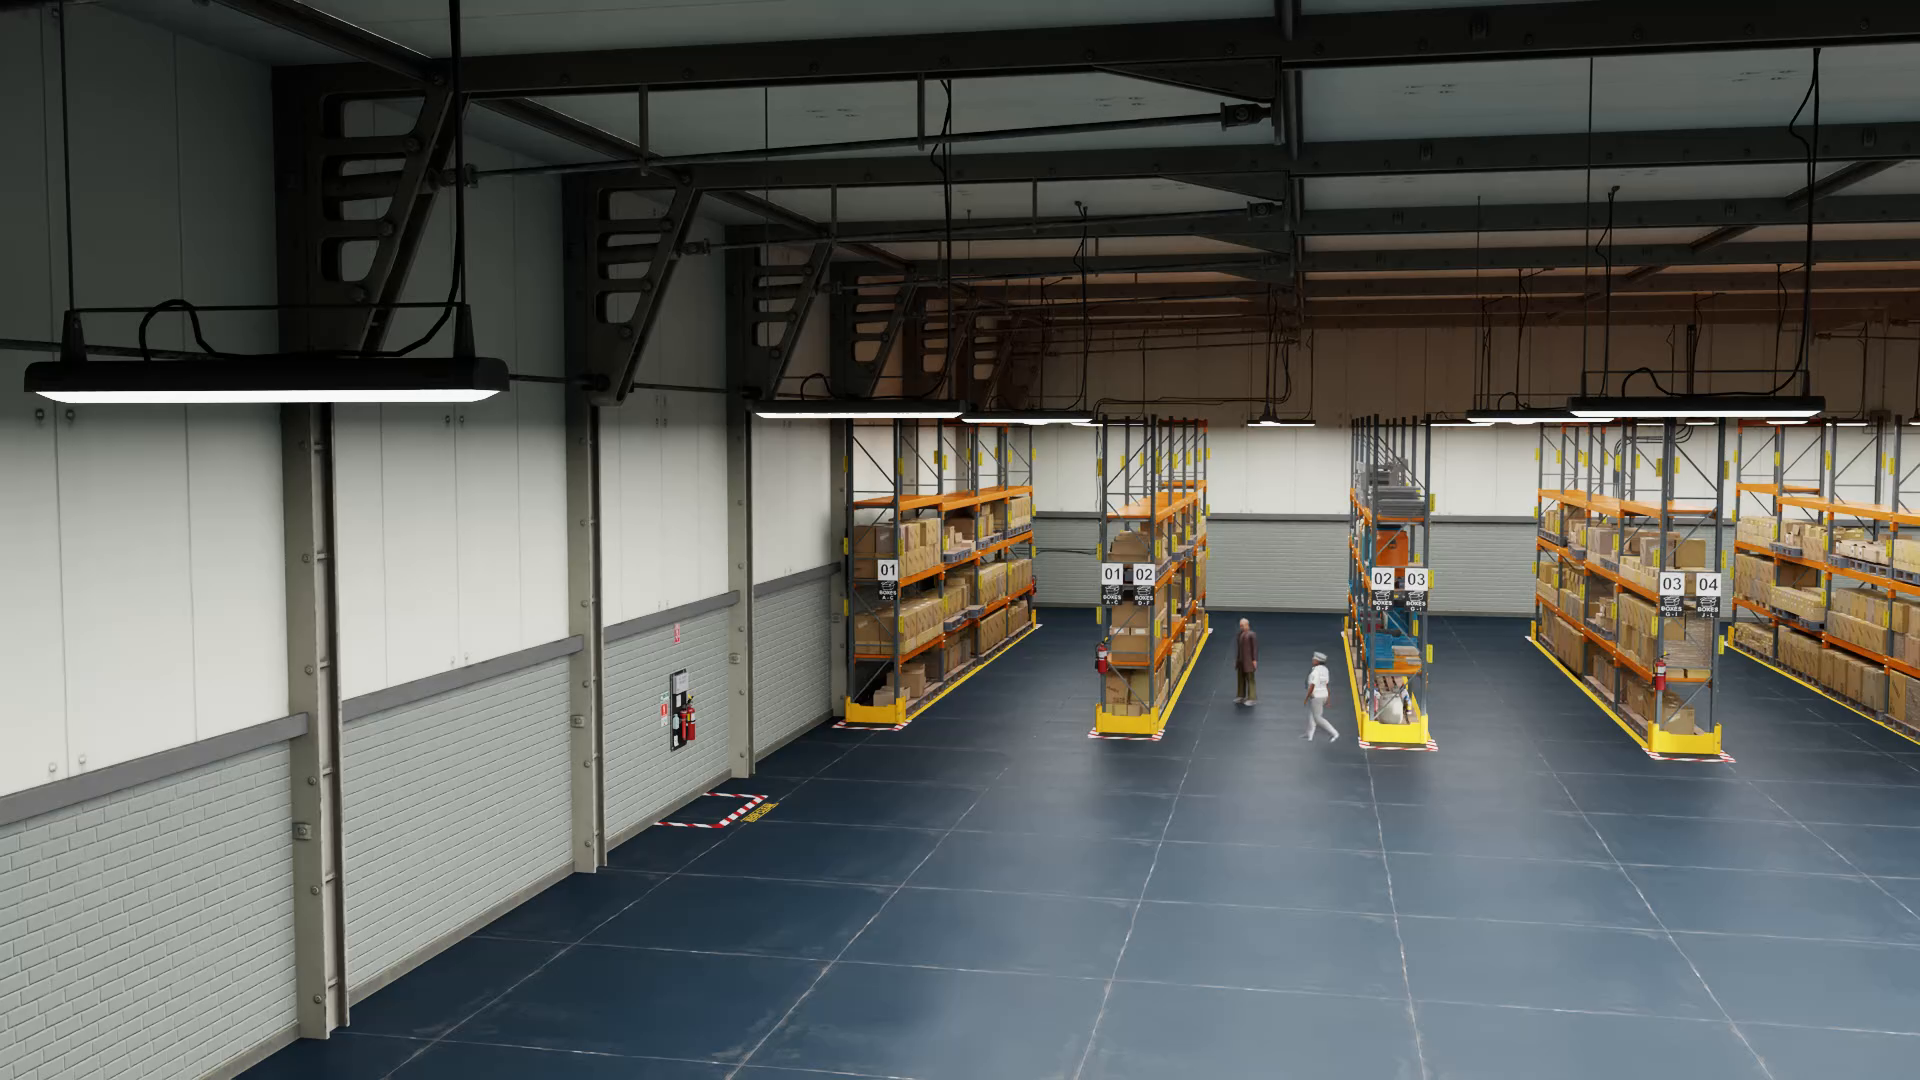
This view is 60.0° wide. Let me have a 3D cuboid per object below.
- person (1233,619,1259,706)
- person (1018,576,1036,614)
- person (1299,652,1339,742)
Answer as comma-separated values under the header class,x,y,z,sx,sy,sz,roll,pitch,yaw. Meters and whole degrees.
class,x,y,z,sx,sy,sz,roll,pitch,yaw
person,5.930,2.524,34.635,0.419,1.776,0.633,-2,4,-24
person,1.964,1.599,49.121,0.562,1.741,0.416,-1,4,-15
person,6.527,2.866,30.287,0.899,1.656,0.466,3,5,40
